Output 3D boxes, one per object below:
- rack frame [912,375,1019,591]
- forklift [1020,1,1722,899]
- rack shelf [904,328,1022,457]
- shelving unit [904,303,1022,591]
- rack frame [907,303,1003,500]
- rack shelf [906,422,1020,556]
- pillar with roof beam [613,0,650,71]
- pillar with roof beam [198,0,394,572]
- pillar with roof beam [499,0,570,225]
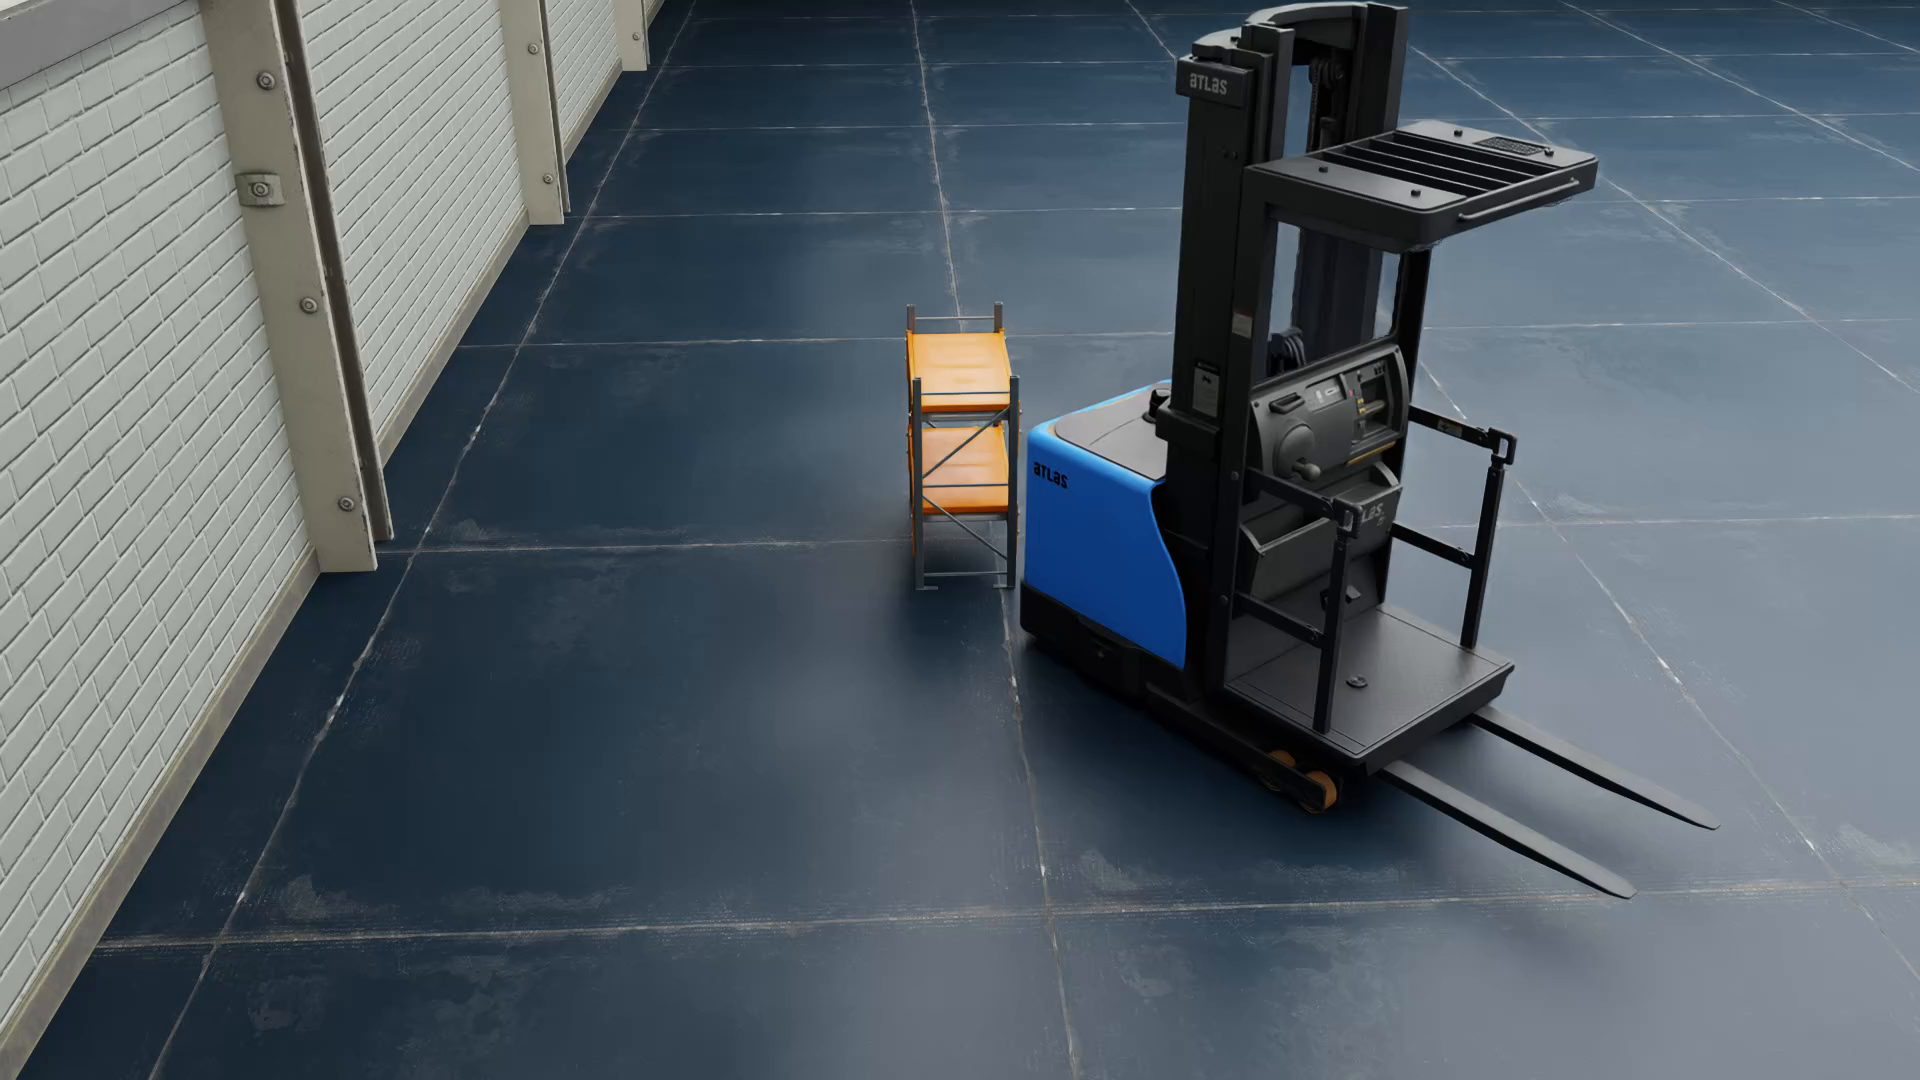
[{"bbox_3d":[0.027,-0.261,8.034,0.500,1.125,0.032,-1,28,-3],"label":"rack frame"},{"bbox_3d":[1.621,-0.472,6.486,1.130,2.935,3.031,-22,34,-35],"label":"forklift"},{"bbox_3d":[0.000,-0.755,8.349,0.538,0.278,1.000,-1,28,-3],"label":"rack shelf"},{"bbox_3d":[0.000,-0.496,8.484,0.538,1.125,1.048,-1,28,-3],"label":"shelving unit"},{"bbox_3d":[-0.026,-0.730,8.934,0.500,1.125,0.032,-1,28,-3],"label":"rack frame"},{"bbox_3d":[0.000,-0.279,8.597,0.538,0.278,1.000,-1,28,-3],"label":"rack shelf"},{"bbox_3d":[0.535,-9.567,17.362,9.100,9.000,0.400,-1,28,-3],"label":"pillar with roof beam"},{"bbox_3d":[1.162,-4.025,6.737,9.100,9.000,0.400,-1,28,-3],"label":"pillar with roof beam"},{"bbox_3d":[0.849,-6.796,12.049,9.100,9.000,0.400,-1,28,-3],"label":"pillar with roof beam"}]
